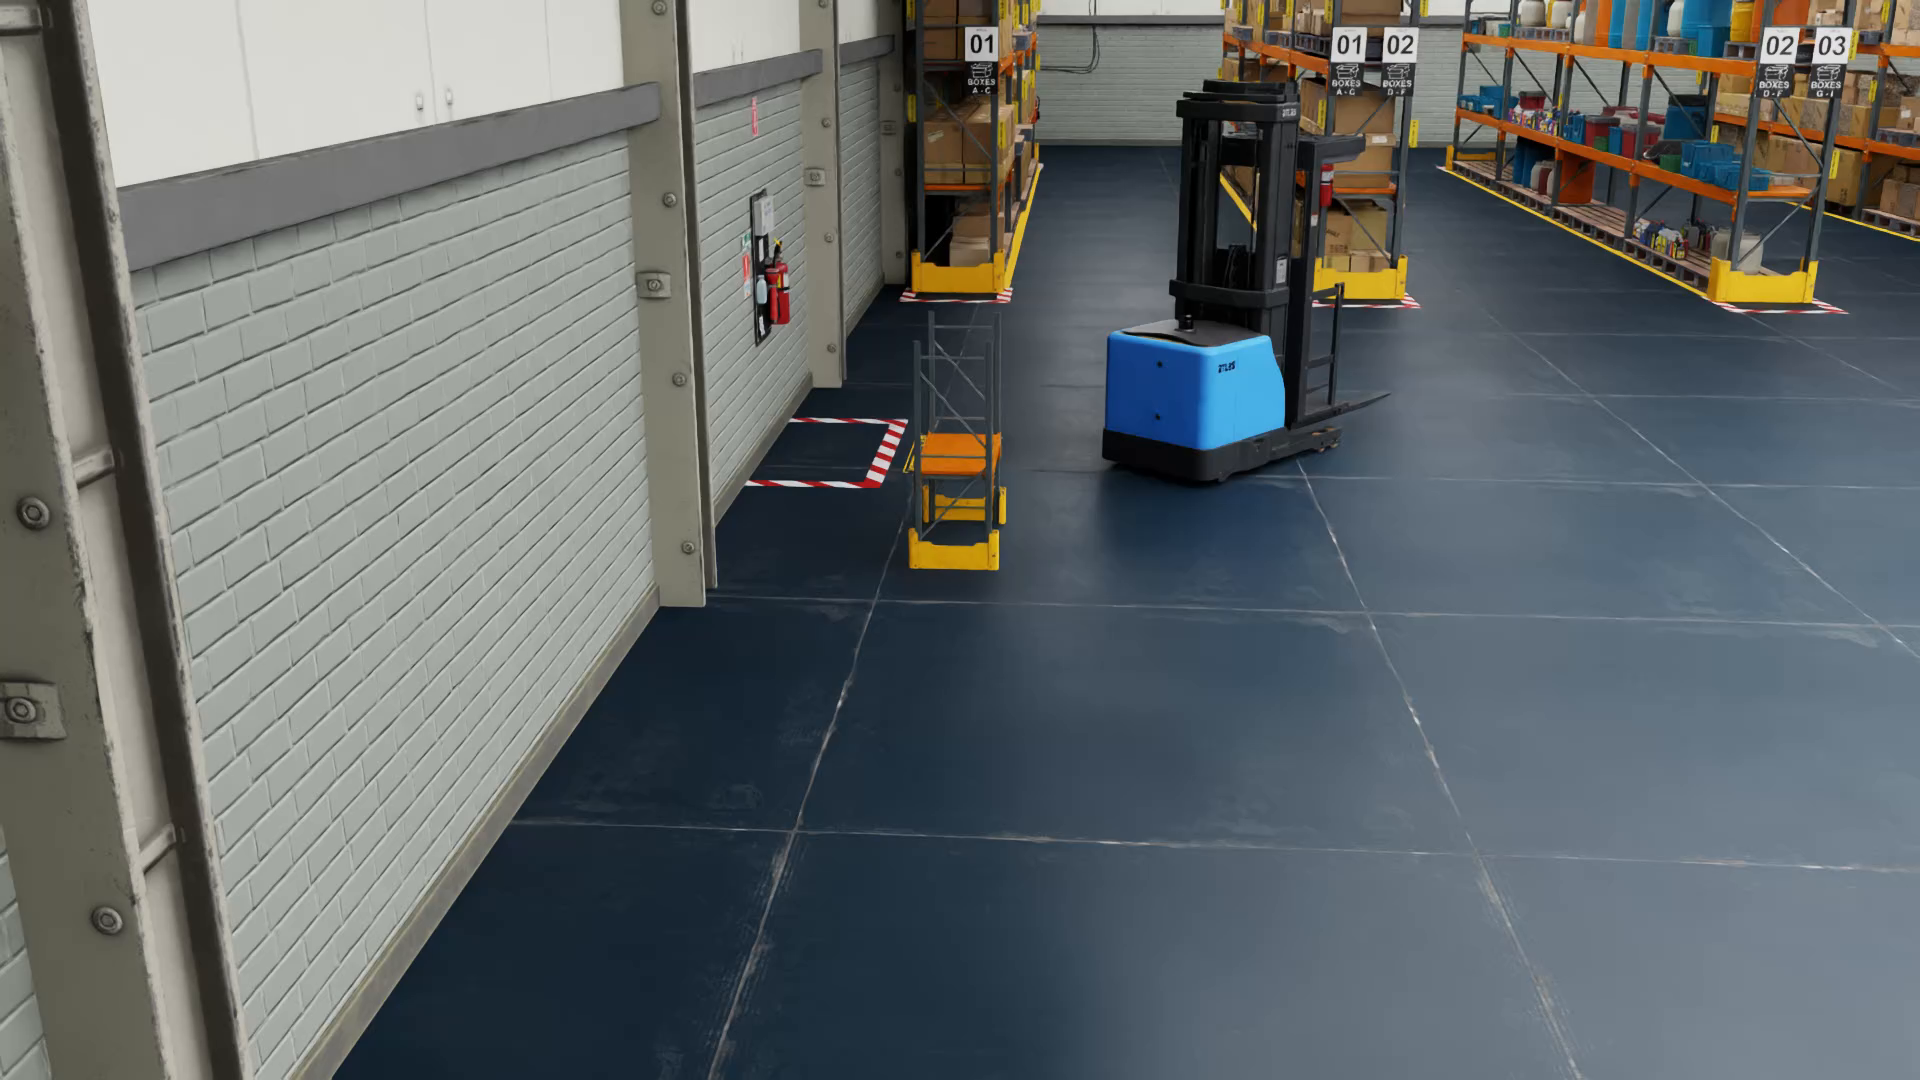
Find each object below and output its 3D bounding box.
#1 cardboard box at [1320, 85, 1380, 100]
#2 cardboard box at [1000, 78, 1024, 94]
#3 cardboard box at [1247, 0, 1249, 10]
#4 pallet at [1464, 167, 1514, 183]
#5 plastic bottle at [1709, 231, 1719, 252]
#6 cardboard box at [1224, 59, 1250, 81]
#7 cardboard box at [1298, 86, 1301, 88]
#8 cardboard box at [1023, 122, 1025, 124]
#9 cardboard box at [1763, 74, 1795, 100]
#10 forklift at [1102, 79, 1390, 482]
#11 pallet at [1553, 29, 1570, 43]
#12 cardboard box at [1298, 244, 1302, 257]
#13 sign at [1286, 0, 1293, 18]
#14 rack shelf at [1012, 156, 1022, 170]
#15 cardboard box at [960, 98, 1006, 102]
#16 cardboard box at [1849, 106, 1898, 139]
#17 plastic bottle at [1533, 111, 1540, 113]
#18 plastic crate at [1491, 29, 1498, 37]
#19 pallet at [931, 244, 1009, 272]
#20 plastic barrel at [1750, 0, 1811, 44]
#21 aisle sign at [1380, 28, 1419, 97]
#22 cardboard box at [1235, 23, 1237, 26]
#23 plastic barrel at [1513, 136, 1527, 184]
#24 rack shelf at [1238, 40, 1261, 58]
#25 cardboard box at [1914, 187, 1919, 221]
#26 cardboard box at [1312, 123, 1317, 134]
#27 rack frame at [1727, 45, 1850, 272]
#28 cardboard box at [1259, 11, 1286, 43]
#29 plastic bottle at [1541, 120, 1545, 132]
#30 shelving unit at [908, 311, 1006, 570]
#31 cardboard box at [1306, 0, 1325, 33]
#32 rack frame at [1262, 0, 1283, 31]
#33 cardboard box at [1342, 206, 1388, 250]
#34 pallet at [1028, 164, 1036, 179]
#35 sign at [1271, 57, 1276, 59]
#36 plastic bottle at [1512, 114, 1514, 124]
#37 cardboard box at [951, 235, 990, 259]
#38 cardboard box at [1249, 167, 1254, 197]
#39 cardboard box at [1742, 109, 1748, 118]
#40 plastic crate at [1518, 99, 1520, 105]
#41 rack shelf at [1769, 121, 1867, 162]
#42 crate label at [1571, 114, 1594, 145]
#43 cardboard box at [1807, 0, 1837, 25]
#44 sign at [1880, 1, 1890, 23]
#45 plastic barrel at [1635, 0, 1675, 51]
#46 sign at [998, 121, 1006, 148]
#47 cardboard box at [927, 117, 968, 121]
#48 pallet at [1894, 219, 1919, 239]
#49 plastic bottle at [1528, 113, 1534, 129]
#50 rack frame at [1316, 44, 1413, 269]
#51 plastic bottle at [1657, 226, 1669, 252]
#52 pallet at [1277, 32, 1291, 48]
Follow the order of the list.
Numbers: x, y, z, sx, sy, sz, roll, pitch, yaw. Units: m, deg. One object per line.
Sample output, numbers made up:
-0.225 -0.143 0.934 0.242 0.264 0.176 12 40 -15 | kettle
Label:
5.026 -5.606 21.470 0.700 0.500 0.500 1 18 4 | cardboard box
0.833 -7.754 28.394 0.500 0.250 0.500 2 18 5 | cardboard box
5.766 -10.287 31.418 0.700 0.500 0.500 1 18 4 | cardboard box
10.808 -7.360 33.545 1.003 0.211 1.213 1 18 4 | pallet
10.324 -4.089 22.753 0.152 0.276 0.135 2 18 5 | plastic bottle
5.731 -9.658 34.314 0.500 0.500 0.500 1 18 4 | cardboard box
5.704 -7.885 29.833 0.700 0.500 0.500 -3 18 -10 | cardboard box
0.926 -7.201 28.952 0.380 0.149 0.250 2 18 6 | cardboard box
15.416 -8.540 31.229 0.500 0.500 0.500 2 18 5 | cardboard box
2.510 -2.210 13.459 1.130 2.935 3.031 17 24 41 | forklift
10.575 -8.405 27.741 1.003 0.211 1.213 1 18 4 | pallet
4.676 -3.682 21.585 0.500 0.250 0.500 1 18 4 | cardboard box
4.653 -7.533 23.441 0.100 0.325 0.005 1 18 4 | sign
0.397 -6.092 26.352 1.077 0.370 4.000 1 18 4 | rack shelf
0.388 -6.605 25.895 0.700 0.500 0.500 4 19 11 | cardboard box
15.151 -6.929 27.592 0.500 0.500 0.500 2 18 6 | cardboard box
10.381 -7.591 29.970 0.152 0.276 0.135 1 18 4 | plastic bottle
10.421 -9.779 32.057 0.293 0.136 0.466 1 18 4 | plastic crate
0.156 -3.898 22.980 1.003 0.211 1.213 1 18 4 | pallet
9.757 -6.332 19.748 0.600 0.830 0.708 1 18 4 | plastic barrel
5.209 -5.669 19.731 0.394 0.787 0.004 1 18 4 | aisle sign
5.585 -9.854 32.101 0.500 0.250 0.500 1 18 4 | cardboard box
10.653 -7.110 30.999 0.600 0.901 0.708 1 18 4 | plastic barrel
5.625 -8.650 29.342 1.077 0.370 4.000 1 18 4 | rack shelf
15.274 -5.187 25.743 0.700 0.500 0.500 3 18 9 | cardboard box
4.855 -5.421 21.948 0.380 0.149 0.250 1 18 3 | cardboard box
9.849 -4.349 19.878 1.000 3.000 0.127 1 18 4 | rack frame
5.480 -8.554 27.735 0.910 0.500 0.500 1 18 4 | cardboard box
10.111 -7.163 28.784 0.097 0.201 0.097 0 18 0 | plastic bottle
-0.005 -0.689 11.117 0.587 1.500 1.083 1 18 4 | shelving unit
4.951 -6.935 21.887 0.797 0.503 0.637 3 18 10 | cardboard box
5.482 -9.796 26.867 1.000 3.000 0.127 1 18 4 | rack frame
5.203 -4.027 21.432 0.500 0.500 0.500 1 18 4 | cardboard box
1.045 -7.586 34.236 1.003 0.211 1.213 1 18 4 | pallet
6.608 -10.112 35.098 0.100 0.325 0.005 1 18 4 | sign
10.258 -7.799 30.727 0.097 0.201 0.097 0 18 0 | plastic bottle
0.148 -3.891 22.093 0.500 0.311 0.500 3 18 8 | cardboard box
5.315 -6.262 29.025 0.500 0.500 0.500 2 18 6 | cardboard box
15.418 -8.268 32.240 0.380 0.149 0.250 2 18 5 | cardboard box
11.002 -8.518 32.696 0.437 0.282 0.530 1 18 4 | plastic crate
15.506 -7.002 29.131 1.077 0.370 4.000 1 18 4 | rack shelf
10.081 -6.548 26.532 0.502 0.435 0.616 1 18 4 | crate label
15.618 -9.457 29.816 0.700 0.500 0.500 2 18 5 | cardboard box
14.810 -8.447 26.609 0.100 0.325 0.005 1 18 4 | sign
9.956 -7.418 23.621 0.600 0.901 0.708 1 18 4 | plastic barrel
0.509 -4.969 20.381 0.100 0.325 0.005 1 18 4 | sign
-0.165 -5.172 21.394 0.500 0.500 0.500 2 18 5 | cardboard box
15.215 -4.777 25.663 1.003 0.211 1.213 1 18 4 | pallet
10.170 -7.454 29.561 0.097 0.271 0.097 0 18 0 | plastic bottle
4.909 -4.461 20.219 1.000 3.000 0.127 1 18 4 | rack frame
9.620 -4.109 22.694 0.144 0.351 0.185 1 18 3 | plastic bottle
5.445 -7.721 25.654 1.003 0.211 1.213 2 18 6 | pallet
